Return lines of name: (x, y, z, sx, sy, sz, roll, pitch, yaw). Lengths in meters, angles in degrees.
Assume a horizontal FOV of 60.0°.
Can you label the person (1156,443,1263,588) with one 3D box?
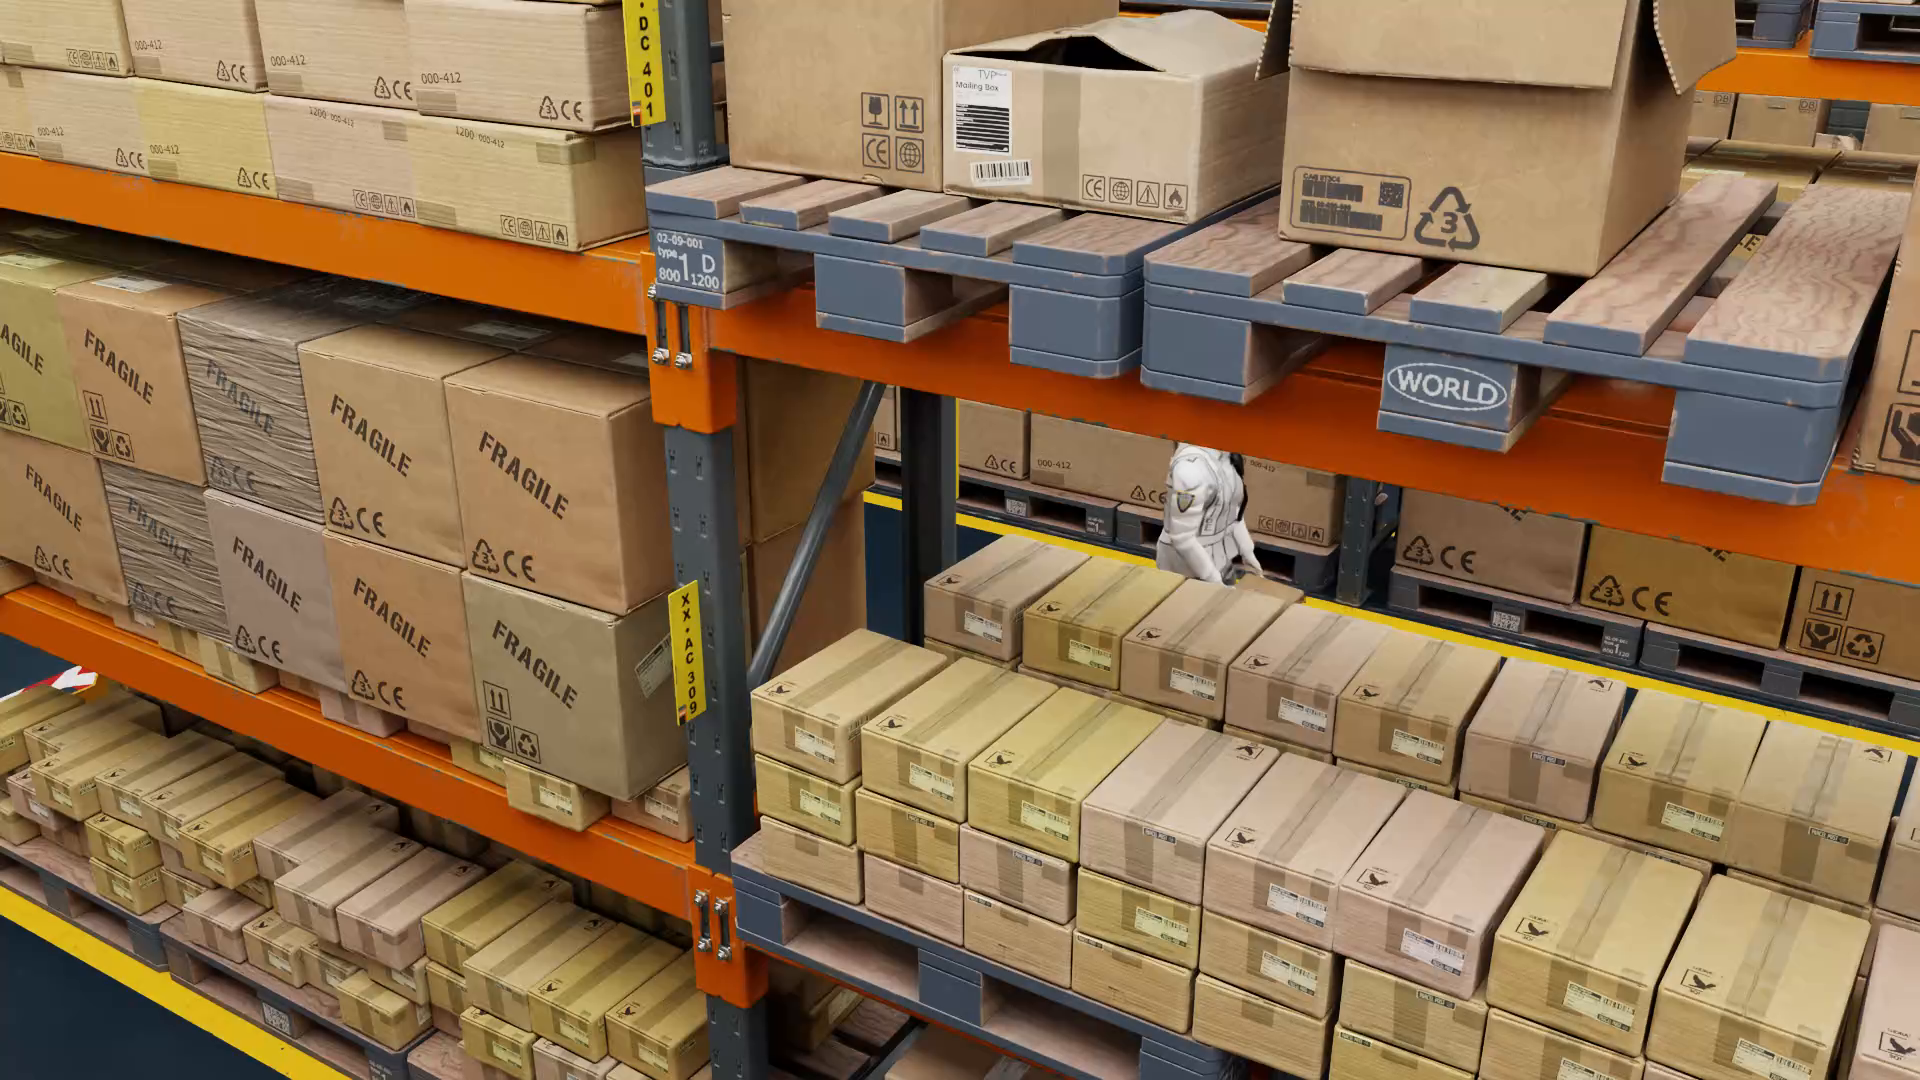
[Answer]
person: (1.002, 0.139, 6.748, 0.385, 1.680, 0.502, 13, 27, 28)
